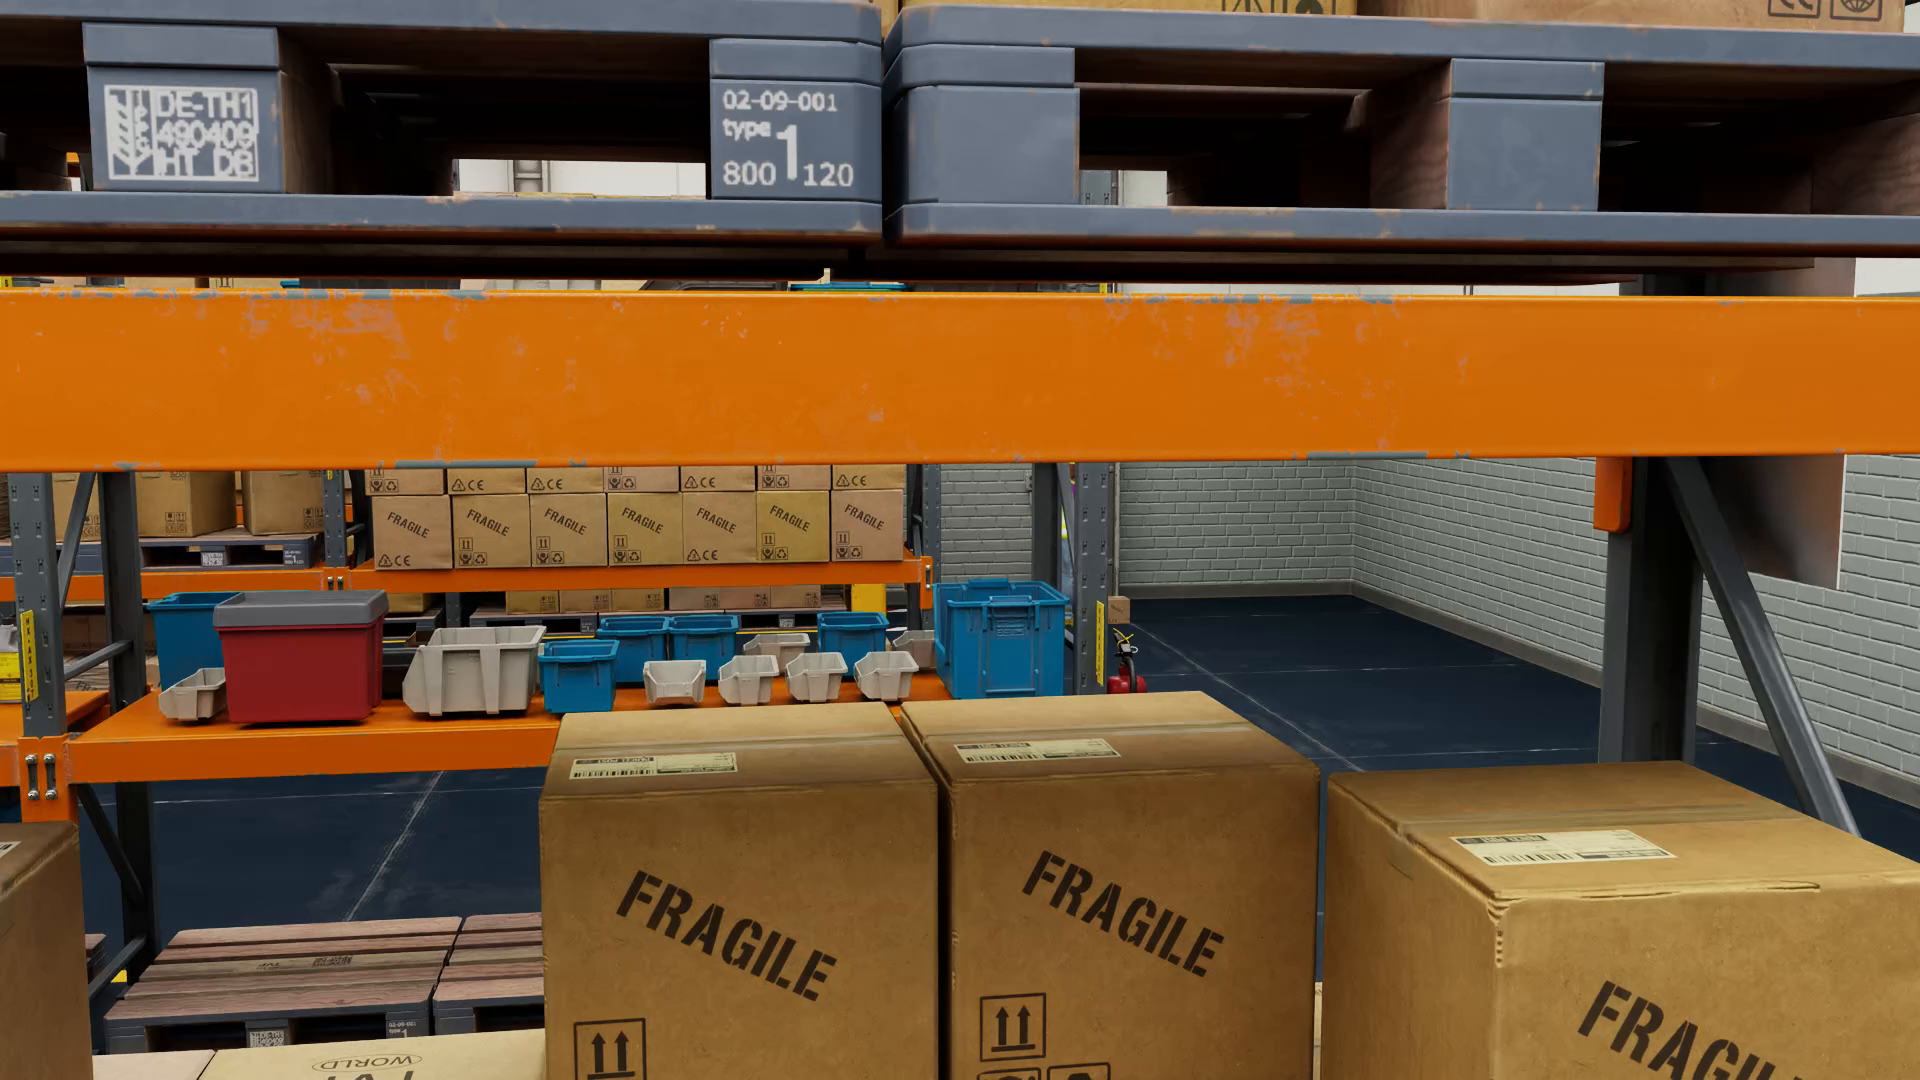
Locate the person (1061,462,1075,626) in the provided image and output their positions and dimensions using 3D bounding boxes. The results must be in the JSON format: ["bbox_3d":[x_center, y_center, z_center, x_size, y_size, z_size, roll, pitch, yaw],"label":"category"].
[{"bbox_3d":[1.125,-0.025,16.900,0.384,1.754,0.573,-1,6,-8],"label":"person"}]
